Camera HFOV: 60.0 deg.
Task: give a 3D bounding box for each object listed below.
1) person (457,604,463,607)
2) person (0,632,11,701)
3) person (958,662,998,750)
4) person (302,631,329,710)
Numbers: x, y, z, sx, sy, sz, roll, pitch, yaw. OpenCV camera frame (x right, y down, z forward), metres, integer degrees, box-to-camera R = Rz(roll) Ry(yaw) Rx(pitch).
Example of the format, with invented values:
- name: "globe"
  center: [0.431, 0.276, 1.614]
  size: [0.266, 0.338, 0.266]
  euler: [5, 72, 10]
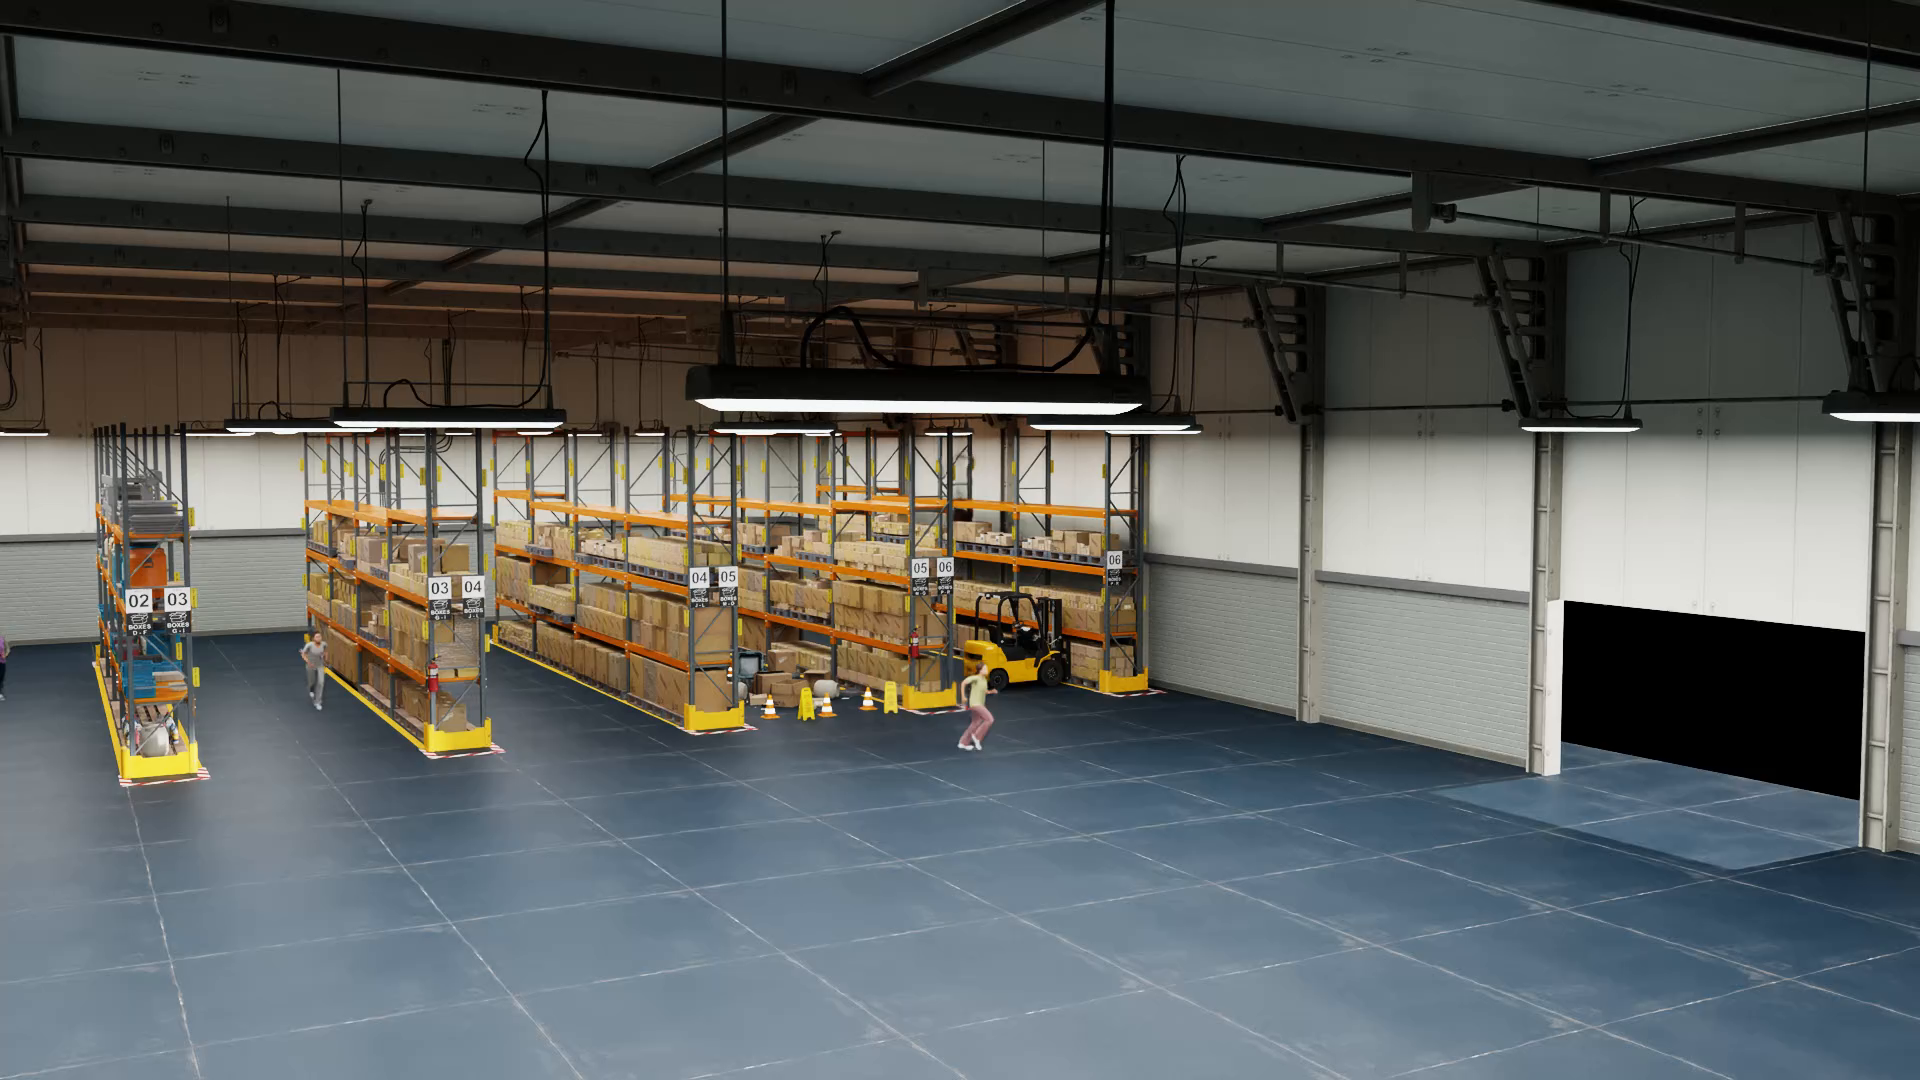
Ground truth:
- name: "person"
  center: [-13.885, 2.082, 45.955]
  size: [0.697, 1.730, 0.624]
  euler: [-1, 4, -18]
- name: "person"
  center: [-21.210, 2.726, 36.606]
  size: [0.548, 1.566, 0.757]
  euler: [-3, 4, -36]
- name: "person"
  center: [0.324, 3.043, 30.423]
  size: [0.745, 1.616, 0.611]
  euler: [1, 4, 23]
- name: "person"
  center: [-13.794, 2.760, 35.578]
  size: [0.564, 1.658, 1.060]
  euler: [-2, 4, -31]
